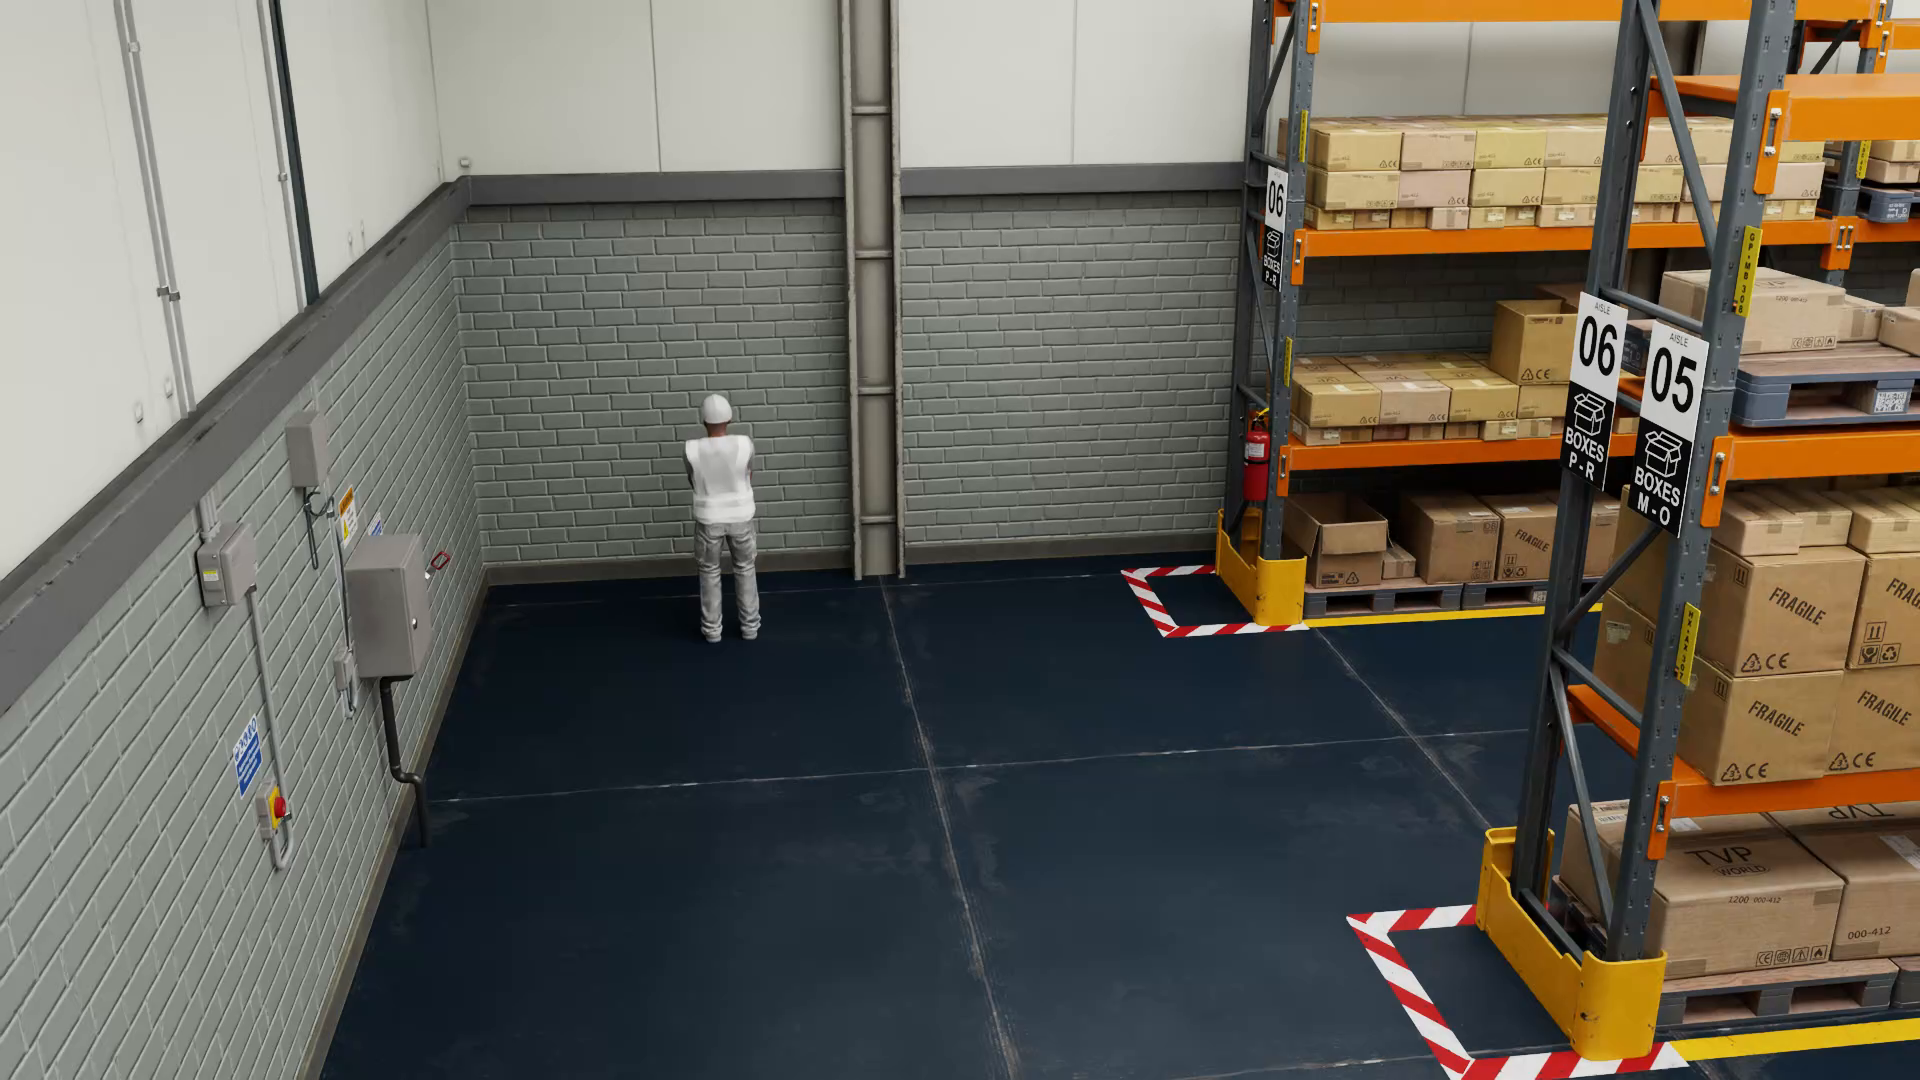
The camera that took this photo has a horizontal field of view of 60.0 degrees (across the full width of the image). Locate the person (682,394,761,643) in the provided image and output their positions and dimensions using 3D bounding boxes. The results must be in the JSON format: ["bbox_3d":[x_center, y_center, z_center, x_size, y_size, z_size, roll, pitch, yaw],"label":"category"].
[{"bbox_3d":[-1.661,-0.186,11.568,0.488,1.778,0.583,-4,20,-10],"label":"person"}]
